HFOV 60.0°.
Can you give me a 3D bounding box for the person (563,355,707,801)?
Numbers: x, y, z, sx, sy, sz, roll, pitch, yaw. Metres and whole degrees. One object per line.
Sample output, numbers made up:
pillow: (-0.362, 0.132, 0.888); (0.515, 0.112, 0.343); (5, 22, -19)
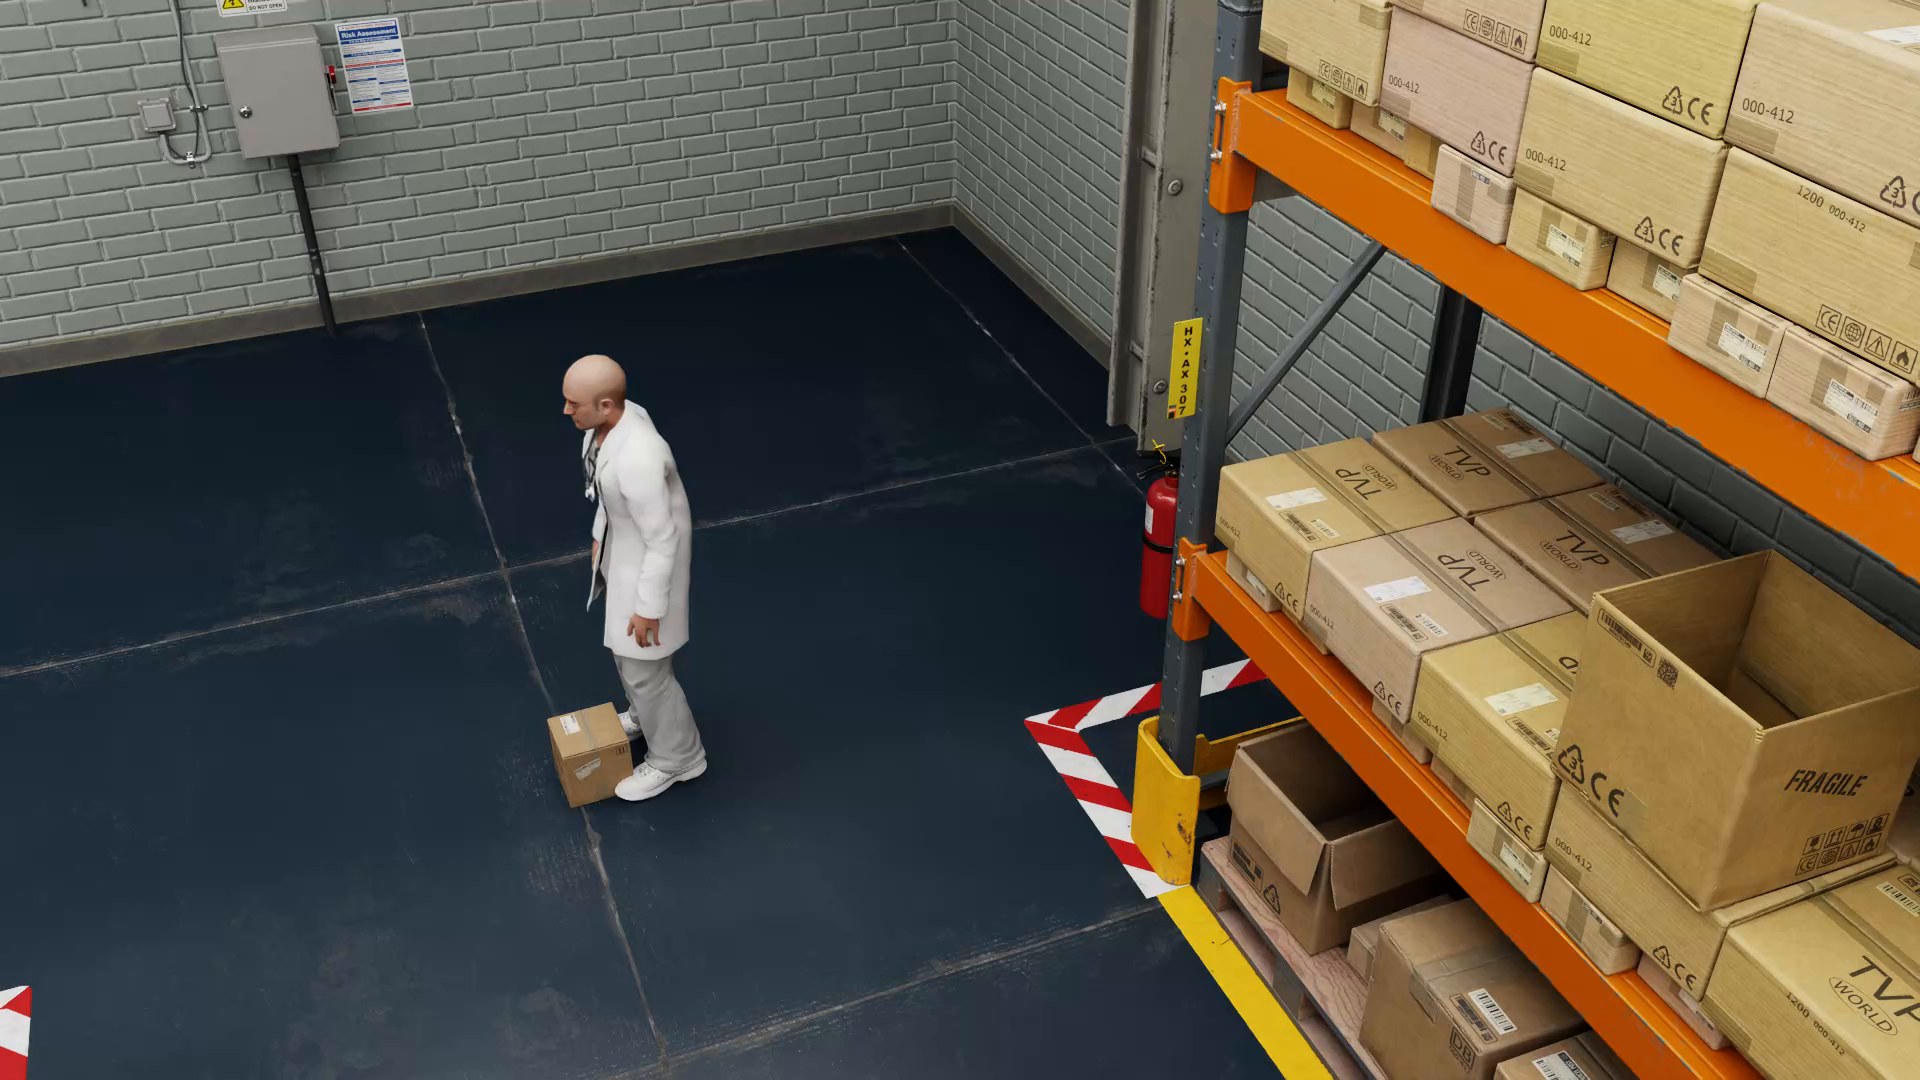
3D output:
person: (-1.167, 0.120, 5.969); (0.415, 1.774, 0.644); (-14, 35, -20)
